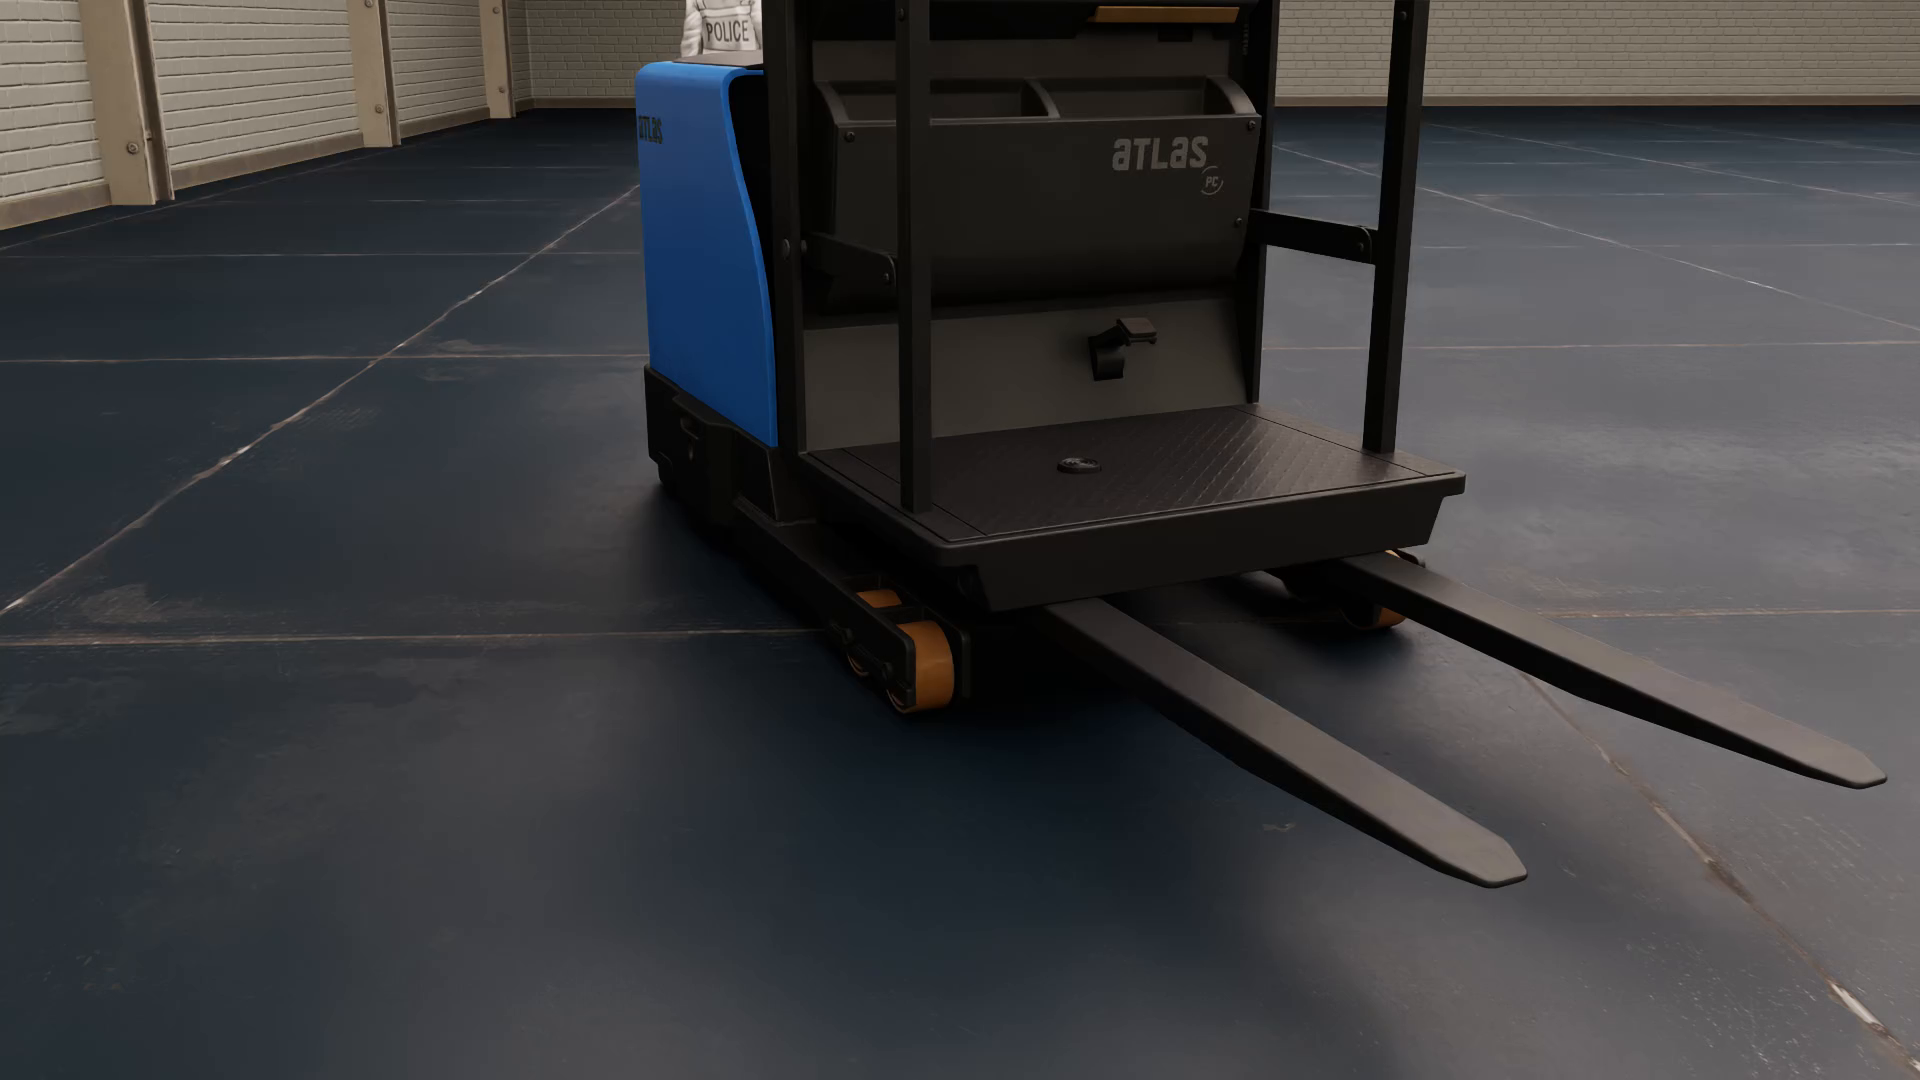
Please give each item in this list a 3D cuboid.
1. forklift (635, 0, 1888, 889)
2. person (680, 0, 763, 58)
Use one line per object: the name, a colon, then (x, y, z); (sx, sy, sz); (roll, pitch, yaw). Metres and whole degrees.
forklift: (0.258, -1.240, 2.962); (1.130, 2.935, 3.031); (-8, 19, -24)
person: (-1.310, -2.626, 9.627); (0.571, 1.708, 0.467); (0, 17, -1)
